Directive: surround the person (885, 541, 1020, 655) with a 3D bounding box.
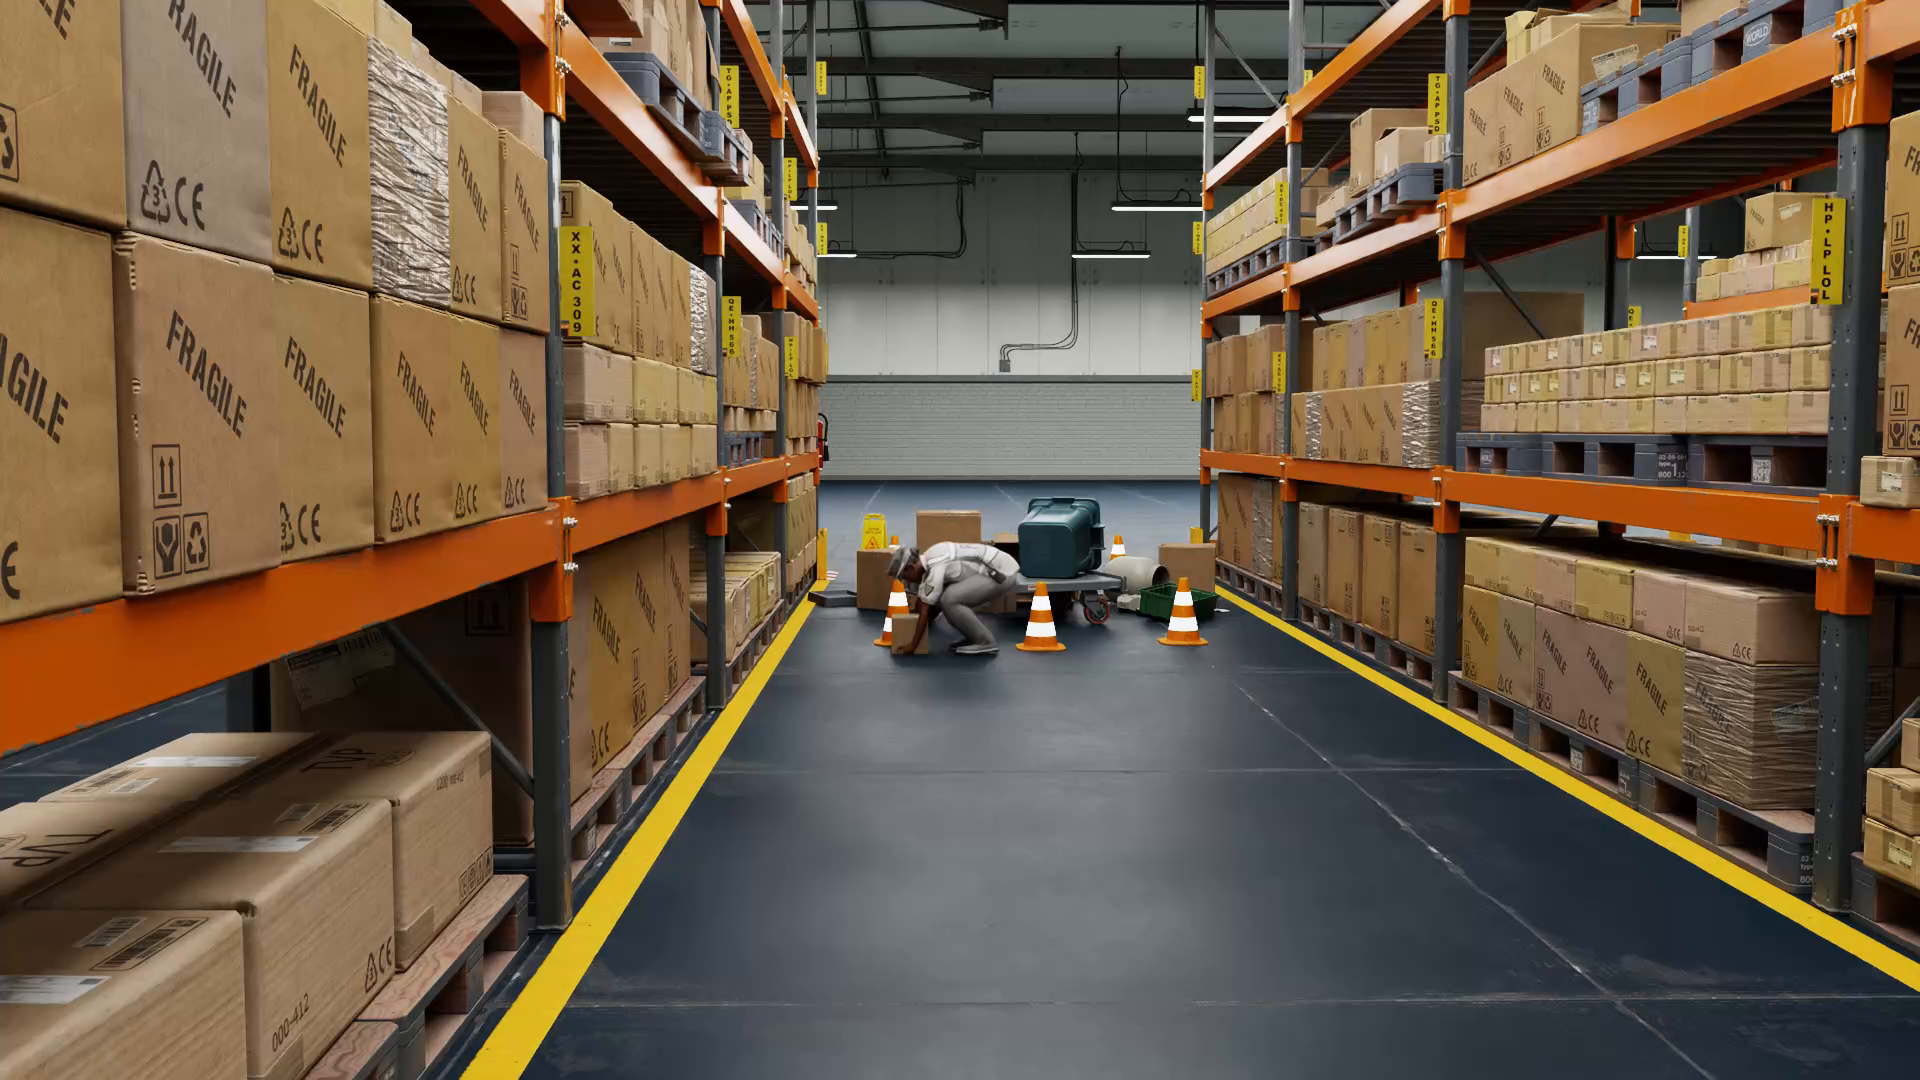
[{"bbox_3d":[-0.052,0.401,11.383,0.928,0.777,0.453,0,4,-3],"label":"person"}]
